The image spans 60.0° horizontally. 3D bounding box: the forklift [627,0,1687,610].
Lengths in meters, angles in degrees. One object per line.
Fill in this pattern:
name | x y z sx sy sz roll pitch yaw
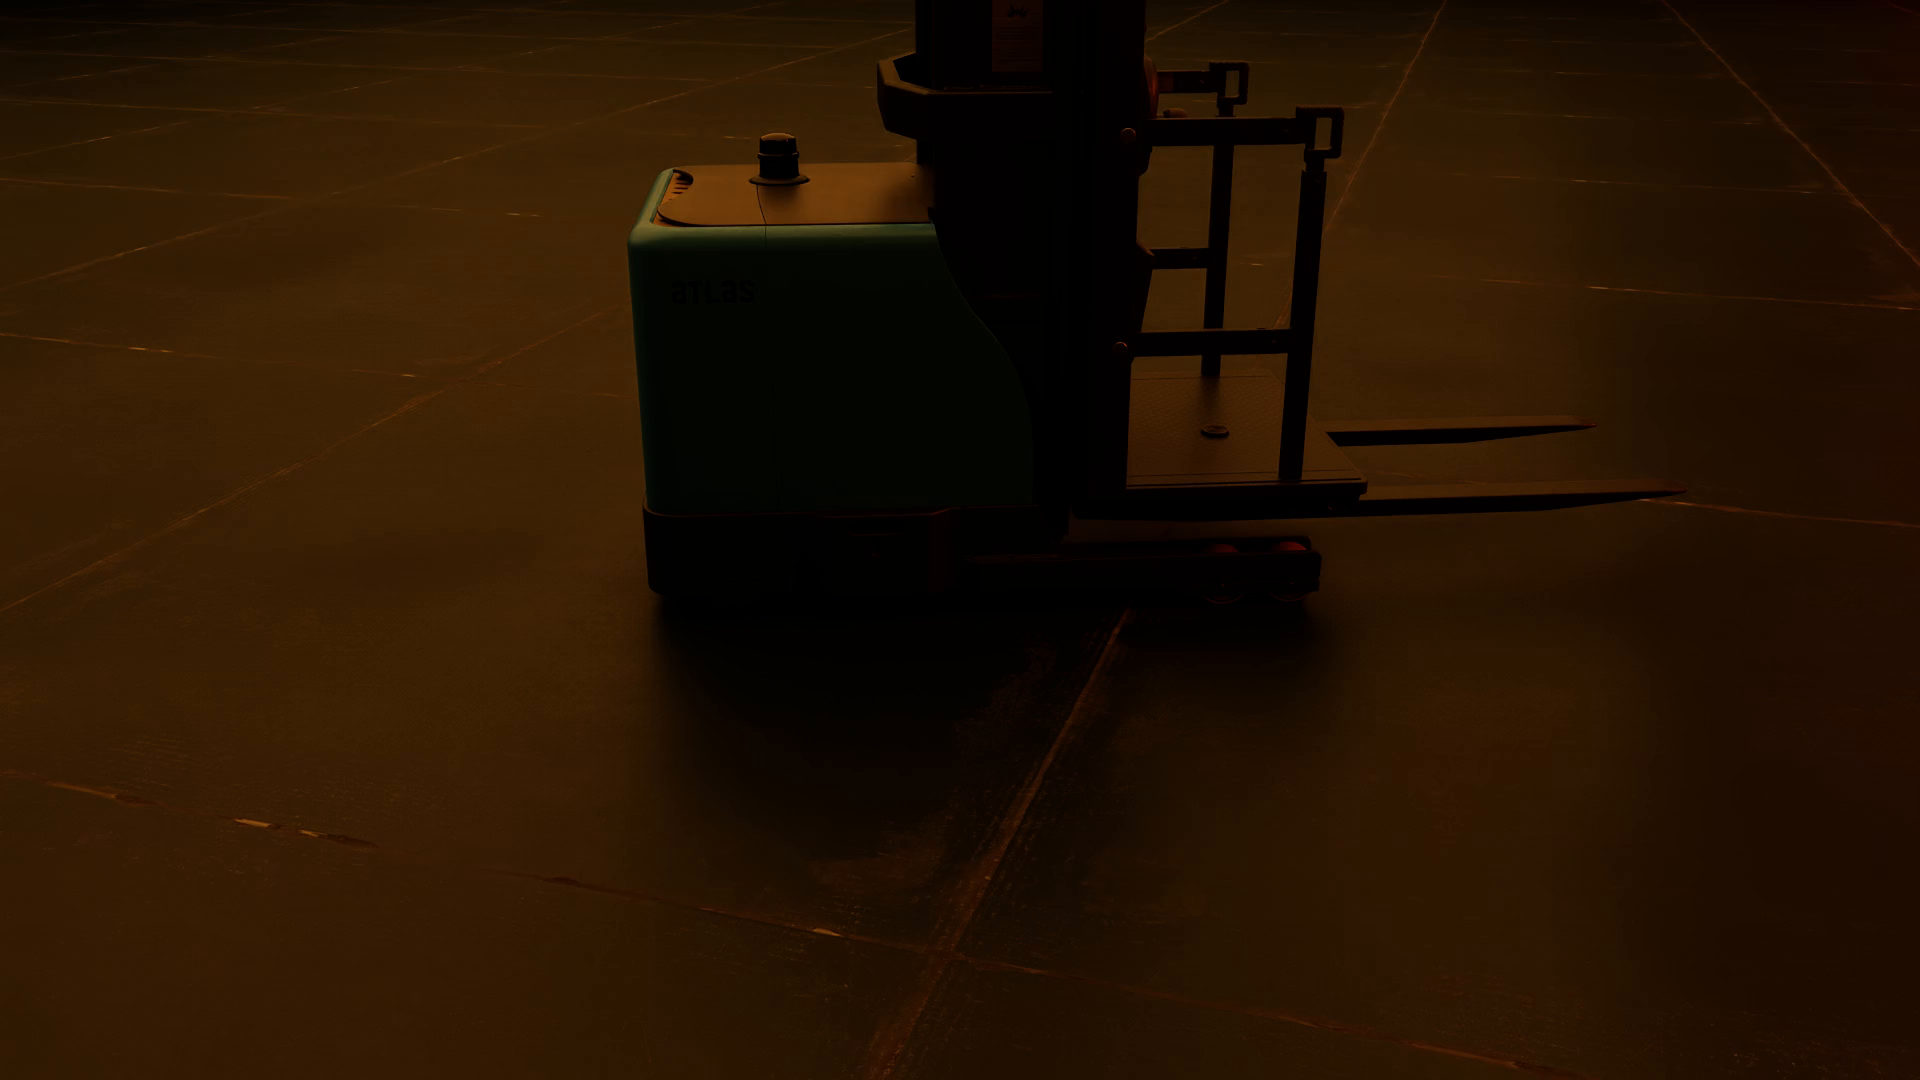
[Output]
forklift | 0.606 -1.374 4.608 3.031 2.935 1.130 -2 23 -4
